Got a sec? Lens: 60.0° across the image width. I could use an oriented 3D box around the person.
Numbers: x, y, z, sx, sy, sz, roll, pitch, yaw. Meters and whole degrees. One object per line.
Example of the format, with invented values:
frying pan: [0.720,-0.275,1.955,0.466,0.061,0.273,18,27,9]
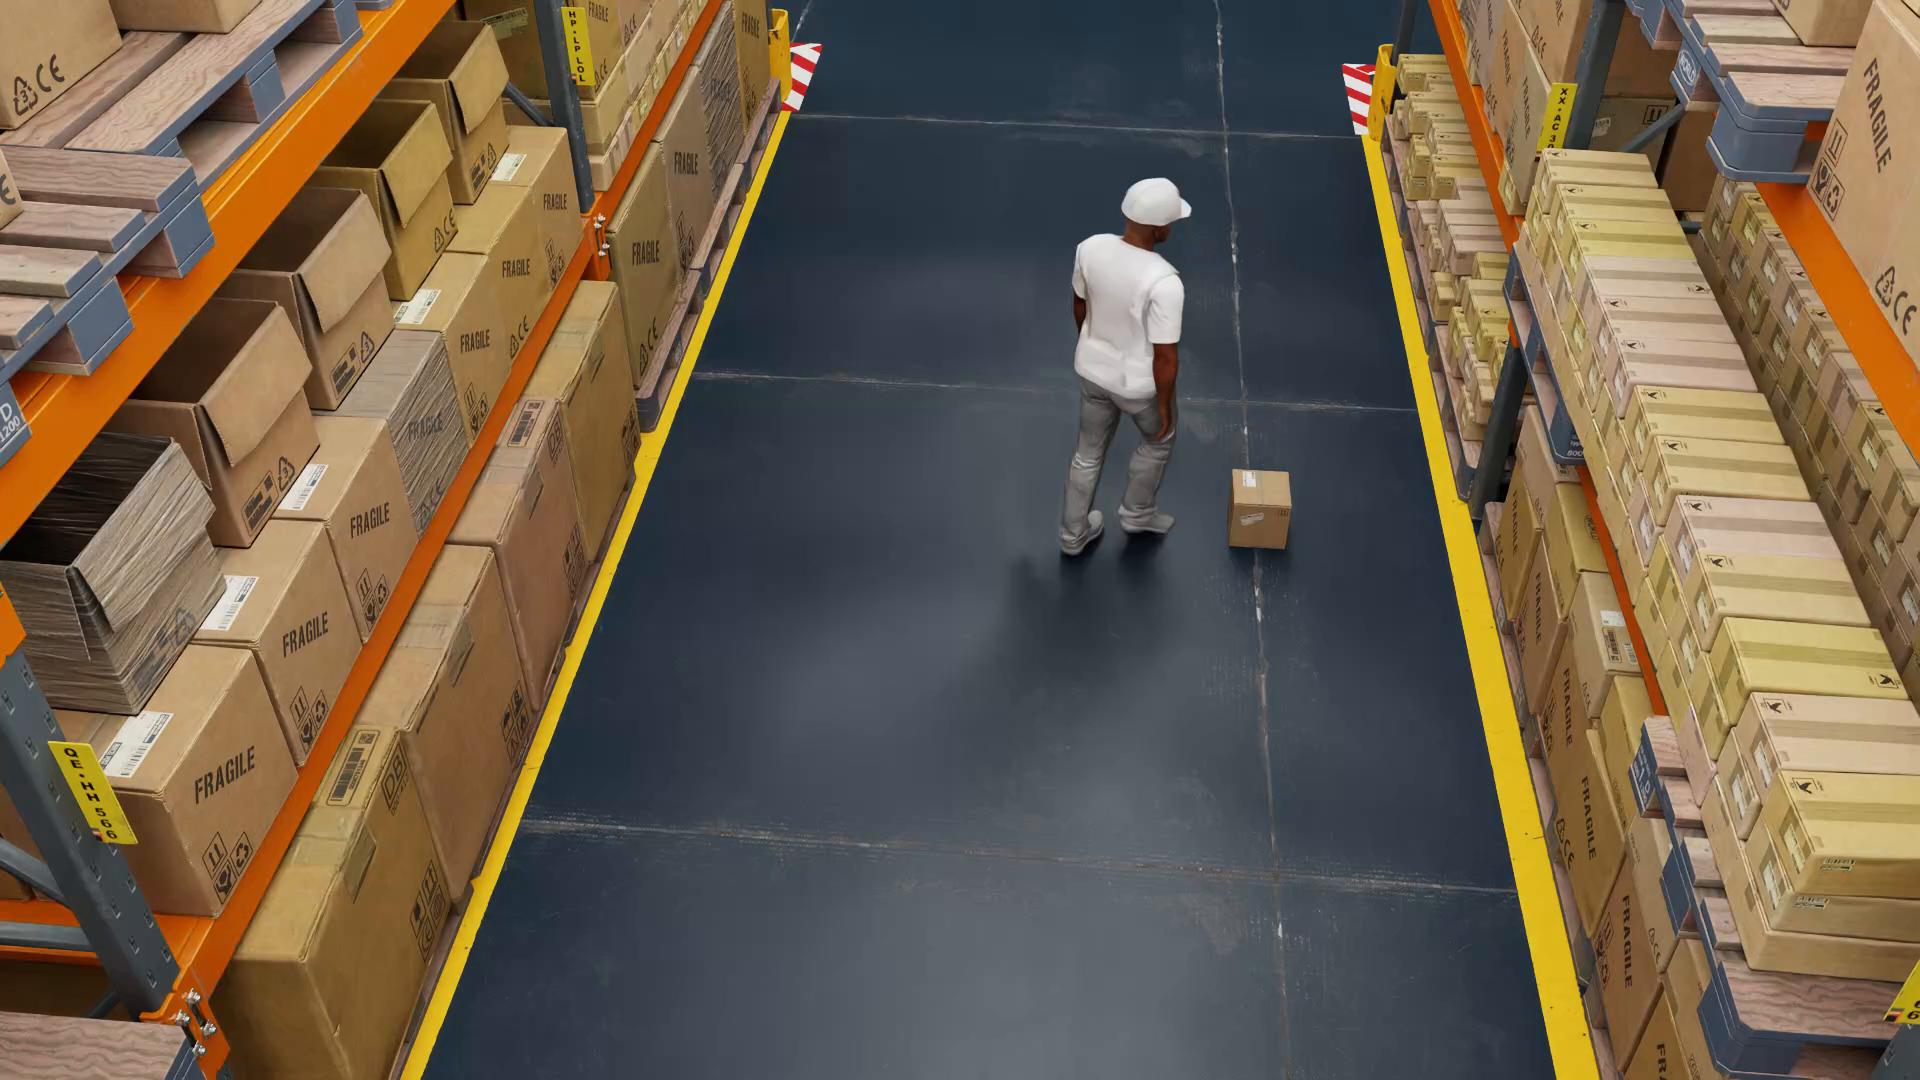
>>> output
person: [0.682,-0.688,6.980,0.621,1.810,0.581,28,47,29]
